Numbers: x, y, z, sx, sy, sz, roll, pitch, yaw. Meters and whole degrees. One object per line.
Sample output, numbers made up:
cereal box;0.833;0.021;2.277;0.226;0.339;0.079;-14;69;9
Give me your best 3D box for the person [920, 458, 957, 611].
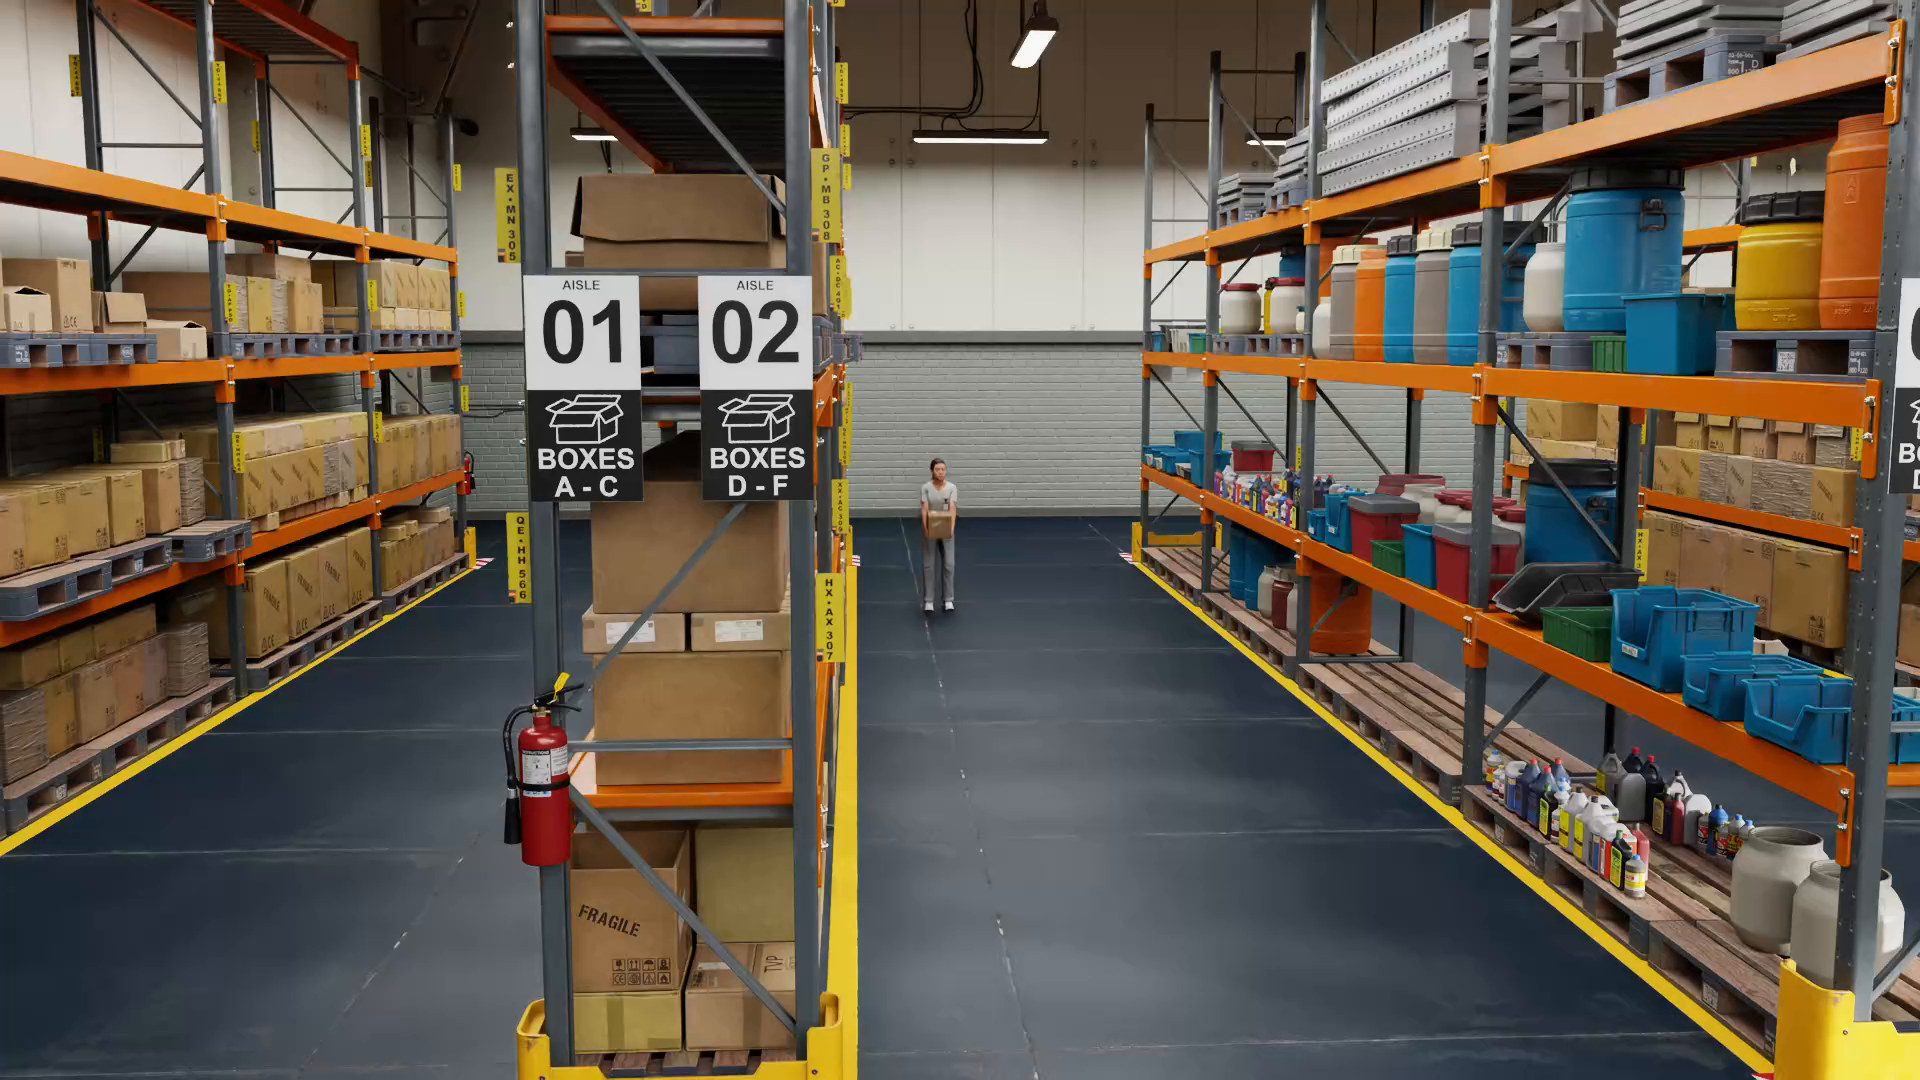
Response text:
person;-0.231;-0.057;18.278;0.410;1.669;0.507;-1;7;-5
